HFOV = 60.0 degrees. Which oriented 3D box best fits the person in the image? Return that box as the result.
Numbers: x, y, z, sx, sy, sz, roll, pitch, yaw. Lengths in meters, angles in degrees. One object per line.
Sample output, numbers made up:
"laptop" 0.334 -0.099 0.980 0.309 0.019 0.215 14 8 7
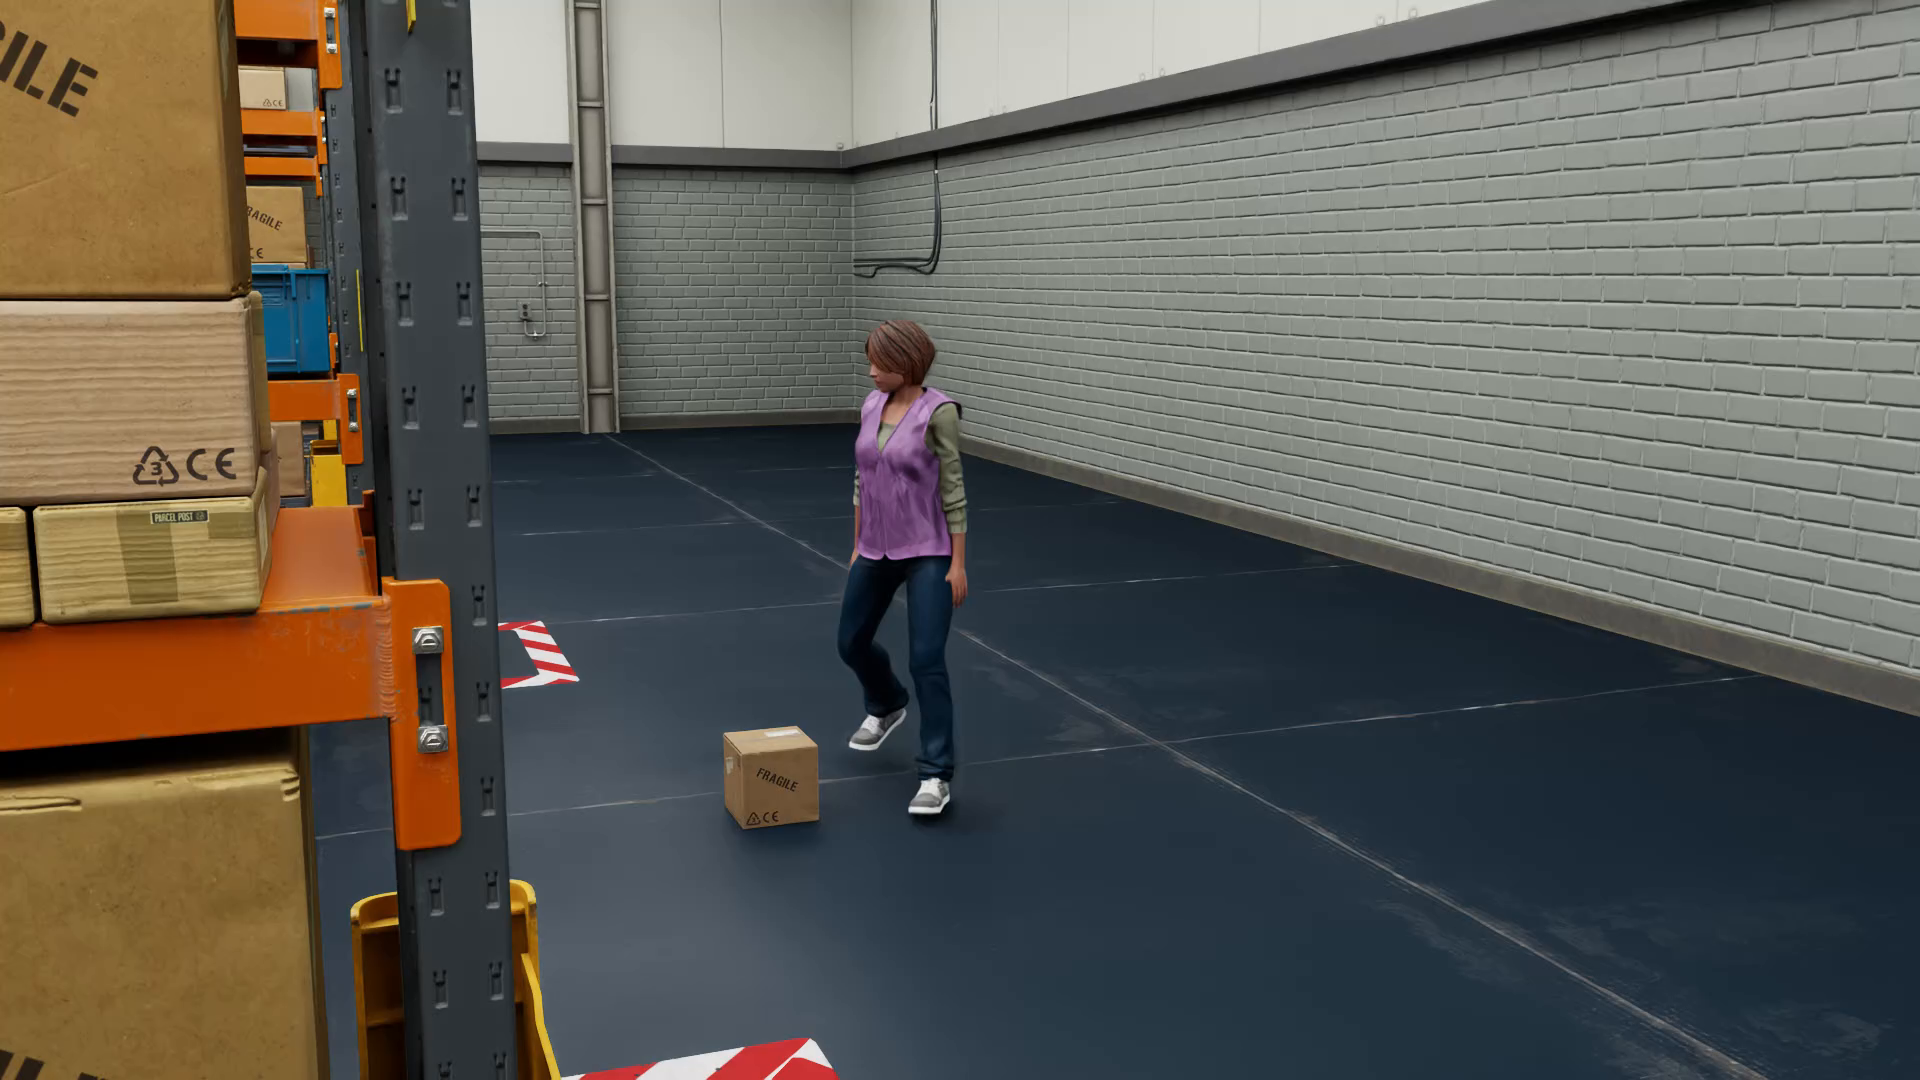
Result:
"person" -0.195 0.055 5.553 0.622 1.569 0.632 6 11 33
